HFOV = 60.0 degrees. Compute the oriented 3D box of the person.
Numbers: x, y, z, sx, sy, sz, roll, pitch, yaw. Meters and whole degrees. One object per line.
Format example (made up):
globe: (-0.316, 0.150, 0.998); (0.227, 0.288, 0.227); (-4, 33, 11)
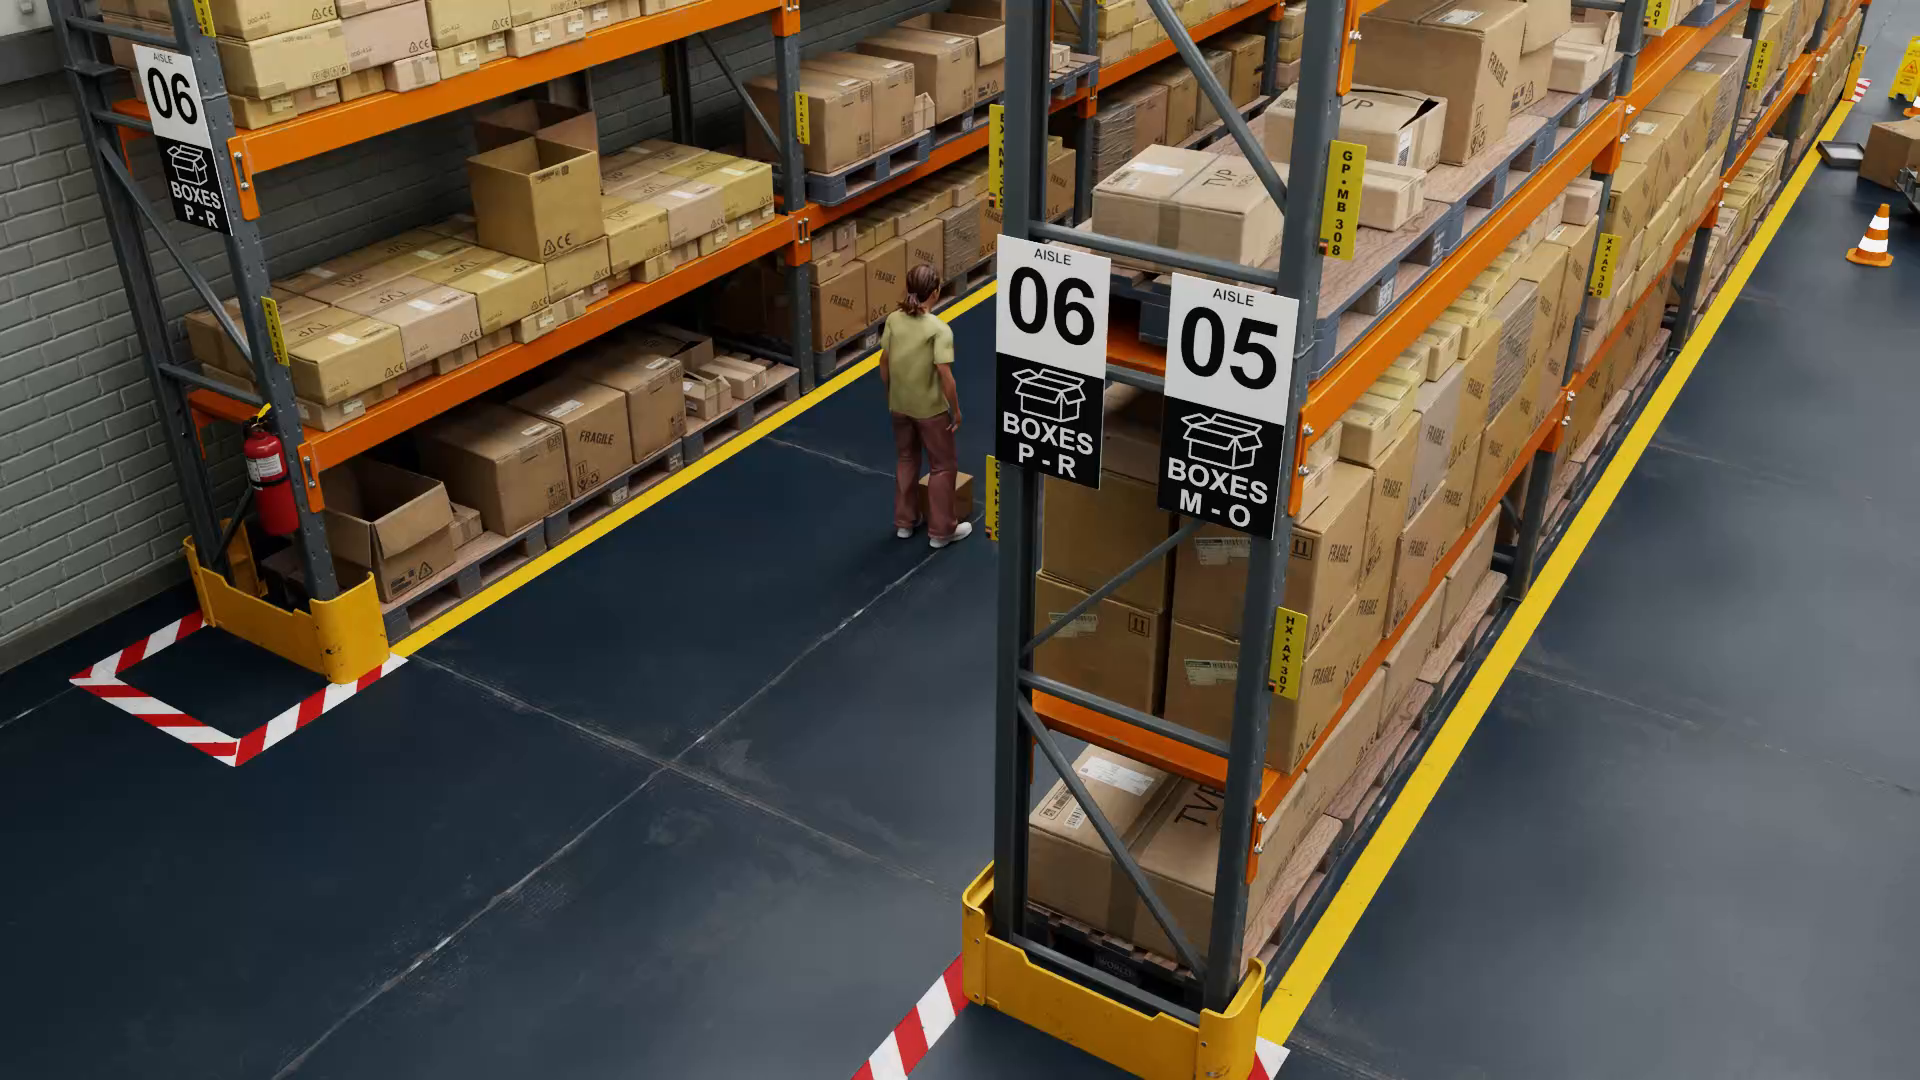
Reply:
person: (-0.212, -0.659, 9.530); (0.499, 1.438, 0.357); (18, 35, 28)
